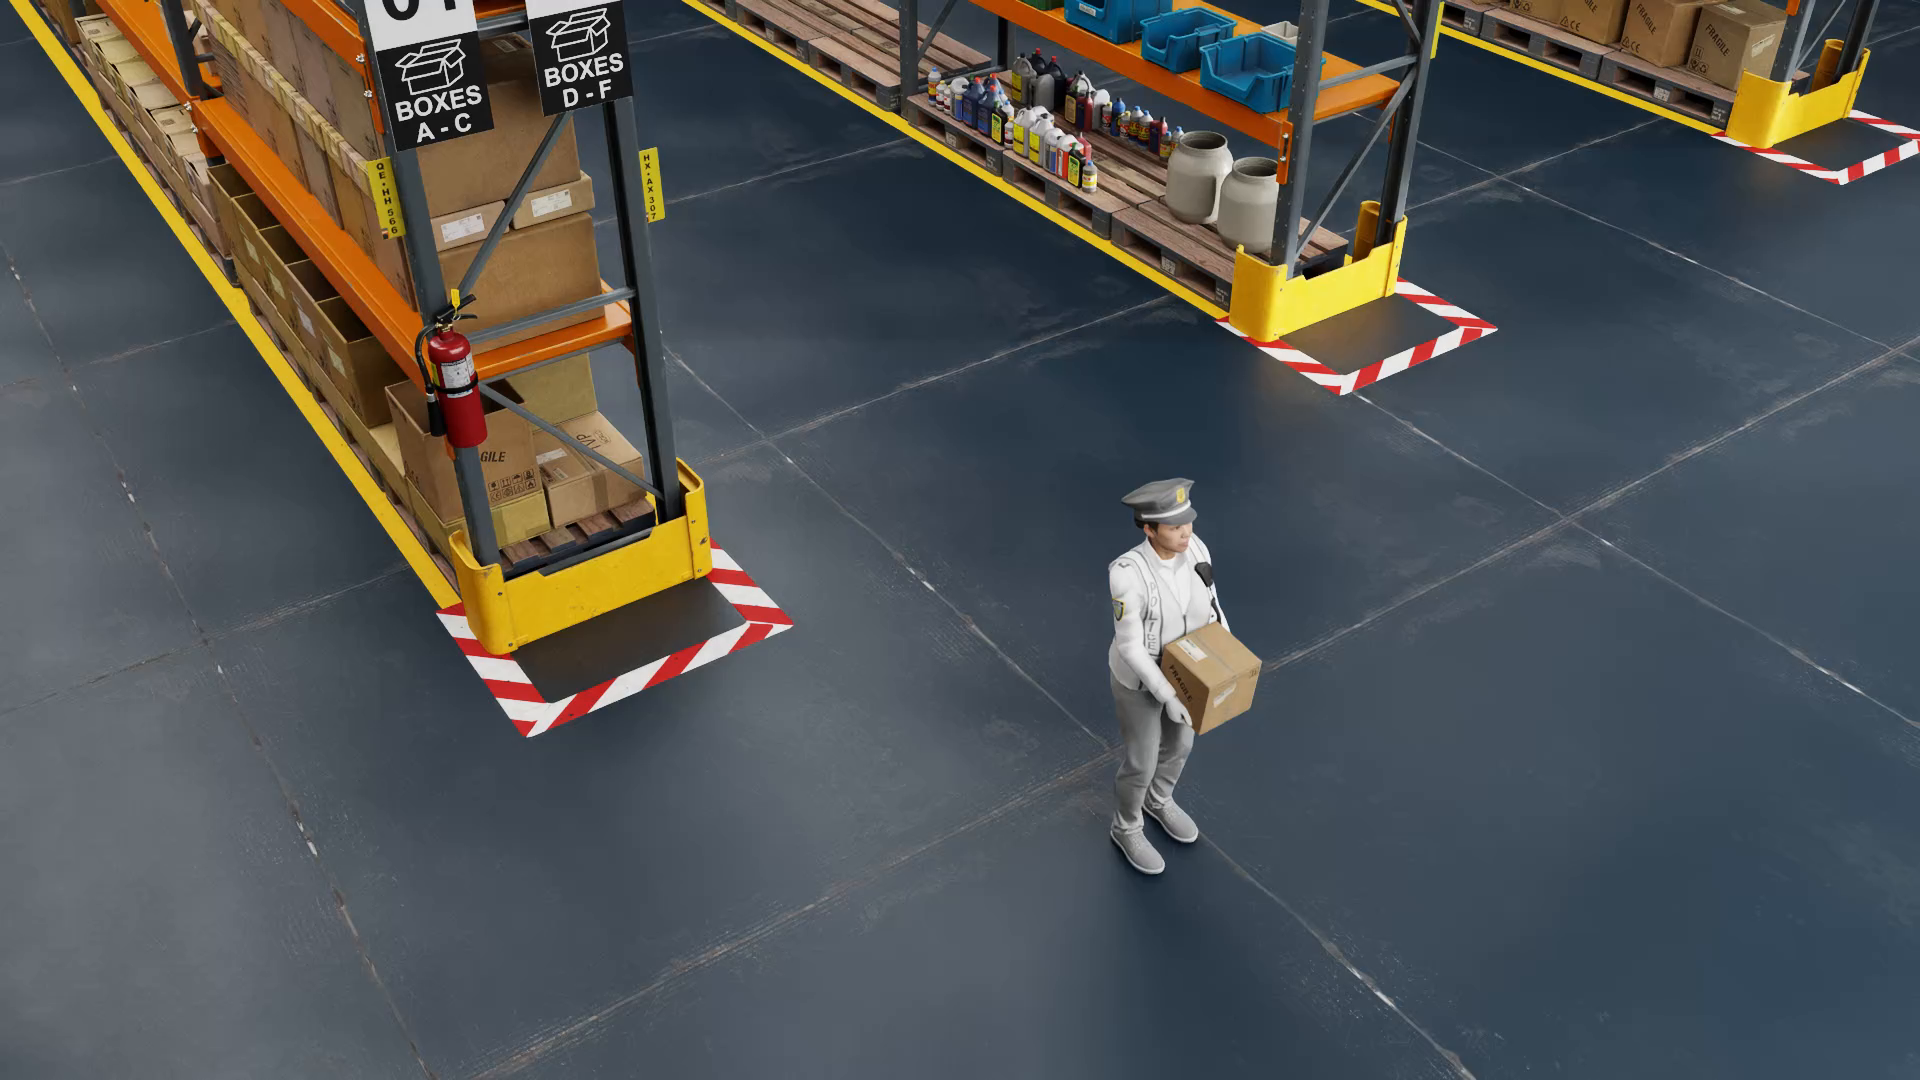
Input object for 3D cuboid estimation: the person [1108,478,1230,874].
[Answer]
[{"bbox_3d":[0.788,0.531,6.261,0.461,1.687,0.555,-23,42,-27],"label":"person"}]
